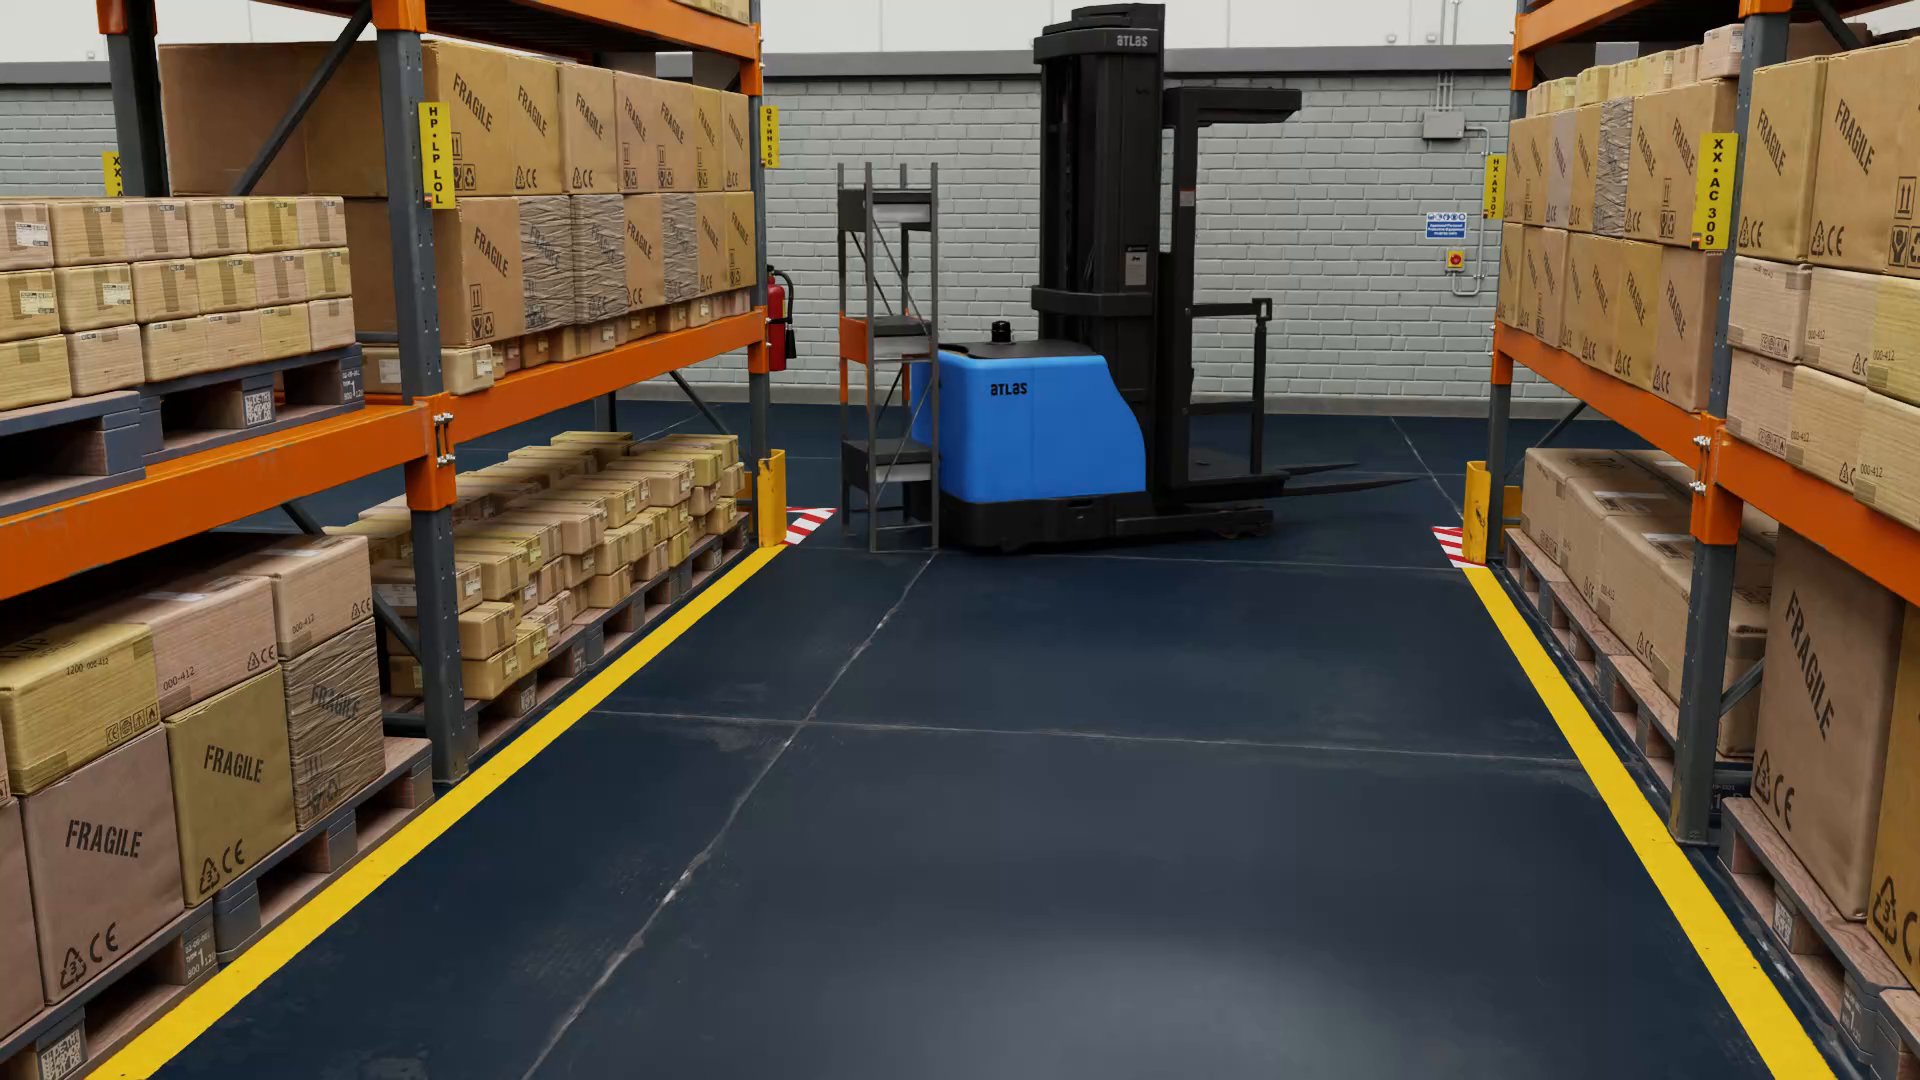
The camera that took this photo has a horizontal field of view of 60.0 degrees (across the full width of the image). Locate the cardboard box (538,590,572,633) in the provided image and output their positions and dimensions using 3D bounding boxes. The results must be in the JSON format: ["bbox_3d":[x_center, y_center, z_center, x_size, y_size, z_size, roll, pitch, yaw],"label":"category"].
[{"bbox_3d":[-1.804,0.300,6.752,0.380,0.149,0.250,2,12,7],"label":"cardboard box"}]

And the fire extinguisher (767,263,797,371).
[{"bbox_3d":[-1.085,-1.310,9.520,0.296,0.674,0.183,2,12,9],"label":"fire extinguisher"}]

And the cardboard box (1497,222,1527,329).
[{"bbox_3d":[2.970,-1.311,8.221,0.500,0.500,0.500,2,12,8],"label":"cardboard box"}]

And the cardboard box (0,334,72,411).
[{"bbox_3d":[-2.257,-0.382,3.745,0.380,0.149,0.250,2,12,11],"label":"cardboard box"}]

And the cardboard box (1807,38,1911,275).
[{"bbox_3d":[2.309,-0.869,3.795,0.500,0.500,0.500,2,12,8],"label":"cardboard box"}]

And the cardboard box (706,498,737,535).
[{"bbox_3d":[-1.394,-0.131,8.751,0.380,0.149,0.250,2,12,10],"label":"cardboard box"}]

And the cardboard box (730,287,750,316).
[{"bbox_3d":[-1.350,-1.293,8.967,0.380,0.149,0.250,2,12,9],"label":"cardboard box"}]

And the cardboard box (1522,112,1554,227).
[{"bbox_3d":[2.899,-1.692,7.615,0.500,0.500,0.500,2,12,7],"label":"cardboard box"}]

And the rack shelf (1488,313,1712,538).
[{"bbox_3d":[3.020,-0.585,6.796,1.077,0.370,4.000,2,12,9],"label":"rack shelf"}]

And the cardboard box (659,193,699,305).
[{"bbox_3d":[-1.547,-1.372,7.796,0.500,0.500,0.500,2,12,9],"label":"cardboard box"}]

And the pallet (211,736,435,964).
[{"bbox_3d":[-2.313,0.866,4.976,1.003,0.211,1.213,2,12,9],"label":"pallet"}]

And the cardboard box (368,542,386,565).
[{"bbox_3d":[-2.397,0.101,6.264,0.380,0.149,0.250,2,12,9],"label":"cardboard box"}]

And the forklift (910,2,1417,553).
[{"bbox_3d":[1.270,-1.538,9.671,3.031,2.935,1.130,-5,13,-21],"label":"forklift"}]

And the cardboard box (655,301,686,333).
[{"bbox_3d":[-1.535,-1.082,7.988,0.380,0.149,0.250,1,12,6],"label":"cardboard box"}]

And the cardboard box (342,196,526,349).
[{"bbox_3d":[-1.869,-0.949,5.833,0.500,0.500,0.500,2,12,8],"label":"cardboard box"}]

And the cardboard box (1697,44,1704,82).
[{"bbox_3d":[2.641,-1.552,5.427,0.380,0.149,0.250,2,12,9],"label":"cardboard box"}]

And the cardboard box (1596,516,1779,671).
[{"bbox_3d":[3.052,0.213,6.469,0.875,0.438,0.875,2,12,7],"label":"cardboard box"}]

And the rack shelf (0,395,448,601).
[{"bbox_3d":[-2.502,0.108,3.579,1.077,0.370,4.000,2,12,9],"label":"rack shelf"}]

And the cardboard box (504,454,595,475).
[{"bbox_3d":[-2.041,-0.333,8.276,0.380,0.149,0.250,1,12,6],"label":"cardboard box"}]

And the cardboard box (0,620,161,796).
[{"bbox_3d":[-2.219,0.371,3.810,0.500,0.250,0.500,1,12,6],"label":"cardboard box"}]

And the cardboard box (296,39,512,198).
[{"bbox_3d":[-1.884,-1.429,5.687,0.500,0.500,0.500,2,12,10],"label":"cardboard box"}]

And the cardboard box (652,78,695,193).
[{"bbox_3d":[-1.553,-1.858,7.679,0.500,0.500,0.500,3,12,12],"label":"cardboard box"}]

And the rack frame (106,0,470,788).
[{"bbox_3d":[-2.195,-0.660,5.435,1.000,3.000,0.127,2,12,9],"label":"rack frame"}]

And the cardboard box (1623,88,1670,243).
[{"bbox_3d":[2.598,-1.271,5.658,0.500,0.500,0.500,2,12,8],"label":"cardboard box"}]

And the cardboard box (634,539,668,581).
[{"bbox_3d":[-1.584,0.085,7.751,0.380,0.149,0.250,2,12,10],"label":"cardboard box"}]

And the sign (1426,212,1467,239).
[{"bbox_3d":[4.133,-2.674,14.140,0.327,0.218,0.001,2,12,9],"label":"sign"}]

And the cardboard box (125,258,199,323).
[{"bbox_3d":[-2.179,-0.635,4.213,0.380,0.149,0.250,1,12,7],"label":"cardboard box"}]

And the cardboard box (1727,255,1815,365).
[{"bbox_3d":[2.366,-0.609,4.368,0.500,0.250,0.500,2,12,7],"label":"cardboard box"}]

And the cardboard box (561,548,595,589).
[{"bbox_3d":[-1.761,0.098,6.982,0.380,0.149,0.250,2,12,11],"label":"cardboard box"}]

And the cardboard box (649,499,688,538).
[{"bbox_3d":[-1.524,-0.114,7.966,0.380,0.149,0.250,2,12,9],"label":"cardboard box"}]

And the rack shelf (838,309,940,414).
[{"bbox_3d":[-0.396,-0.997,9.201,0.431,0.518,0.480,-5,13,-21],"label":"rack shelf"}]

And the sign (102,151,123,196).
[{"bbox_3d":[-2.732,-1.099,5.418,0.100,0.325,0.005,2,12,9],"label":"sign"}]

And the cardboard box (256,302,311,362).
[{"bbox_3d":[-2.099,-0.599,4.752,0.380,0.149,0.250,2,12,9],"label":"cardboard box"}]

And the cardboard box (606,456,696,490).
[{"bbox_3d":[-1.523,-0.316,8.198,0.380,0.149,0.250,1,12,6],"label":"cardboard box"}]

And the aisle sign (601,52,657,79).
[{"bbox_3d":[-1.865,-2.788,9.140,0.394,0.787,0.004,2,12,9],"label":"aisle sign"}]

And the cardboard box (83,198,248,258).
[{"bbox_3d":[-2.146,-0.833,4.428,0.380,0.149,0.250,1,12,7],"label":"cardboard box"}]

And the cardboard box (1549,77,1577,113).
[{"bbox_3d":[2.853,-1.980,7.412,0.380,0.149,0.250,1,12,7],"label":"cardboard box"}]

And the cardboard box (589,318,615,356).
[{"bbox_3d":[-1.673,-0.861,6.965,0.380,0.149,0.250,2,12,11],"label":"cardboard box"}]

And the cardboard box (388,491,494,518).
[{"bbox_3d":[-2.269,-0.119,7.282,0.380,0.149,0.250,1,12,7],"label":"cardboard box"}]

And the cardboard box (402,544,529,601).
[{"bbox_3d":[-1.836,0.117,6.187,0.380,0.149,0.250,3,12,11],"label":"cardboard box"}]

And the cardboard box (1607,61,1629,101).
[{"bbox_3d":[2.727,-1.765,6.414,0.380,0.149,0.250,2,12,9],"label":"cardboard box"}]

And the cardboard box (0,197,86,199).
[{"bbox_3d":[-2.746,-0.908,4.772,0.380,0.149,0.250,2,12,10],"label":"cardboard box"}]

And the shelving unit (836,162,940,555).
[{"bbox_3d":[-0.396,-1.010,9.198,0.431,2.100,0.503,-5,13,-21],"label":"shelving unit"}]

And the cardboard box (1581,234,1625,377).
[{"bbox_3d":[2.667,-0.887,6.250,0.500,0.500,0.500,2,12,8],"label":"cardboard box"}]

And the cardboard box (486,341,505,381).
[{"bbox_3d":[-1.861,-0.641,5.946,0.380,0.149,0.250,2,12,10],"label":"cardboard box"}]

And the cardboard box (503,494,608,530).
[{"bbox_3d":[-1.748,-0.102,7.203,0.380,0.149,0.250,1,12,6],"label":"cardboard box"}]

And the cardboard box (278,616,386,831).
[{"bbox_3d":[-2.060,0.519,4.901,0.500,0.500,0.500,2,12,8],"label":"cardboard box"}]

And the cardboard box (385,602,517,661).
[{"bbox_3d":[-1.823,0.318,5.961,0.380,0.149,0.250,2,12,11],"label":"cardboard box"}]

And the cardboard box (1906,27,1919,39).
[{"bbox_3d":[3.017,-1.432,4.870,0.380,0.149,0.250,2,12,8],"label":"cardboard box"}]

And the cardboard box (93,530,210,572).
[{"bbox_3d":[-2.569,0.136,4.901,0.500,0.250,0.500,1,12,6],"label":"cardboard box"}]

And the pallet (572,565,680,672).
[{"bbox_3d":[-1.941,0.308,7.564,1.003,0.211,1.213,2,12,9],"label":"pallet"}]

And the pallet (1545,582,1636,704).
[{"bbox_3d":[3.092,0.432,6.986,1.003,0.211,1.213,2,12,9],"label":"pallet"}]

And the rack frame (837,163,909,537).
[{"bbox_3d":[-0.485,-1.058,9.420,0.400,2.100,0.015,-5,13,-21],"label":"rack frame"}]

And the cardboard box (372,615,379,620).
[{"bbox_3d":[-2.431,0.251,6.275,0.380,0.149,0.250,1,12,6],"label":"cardboard box"}]
